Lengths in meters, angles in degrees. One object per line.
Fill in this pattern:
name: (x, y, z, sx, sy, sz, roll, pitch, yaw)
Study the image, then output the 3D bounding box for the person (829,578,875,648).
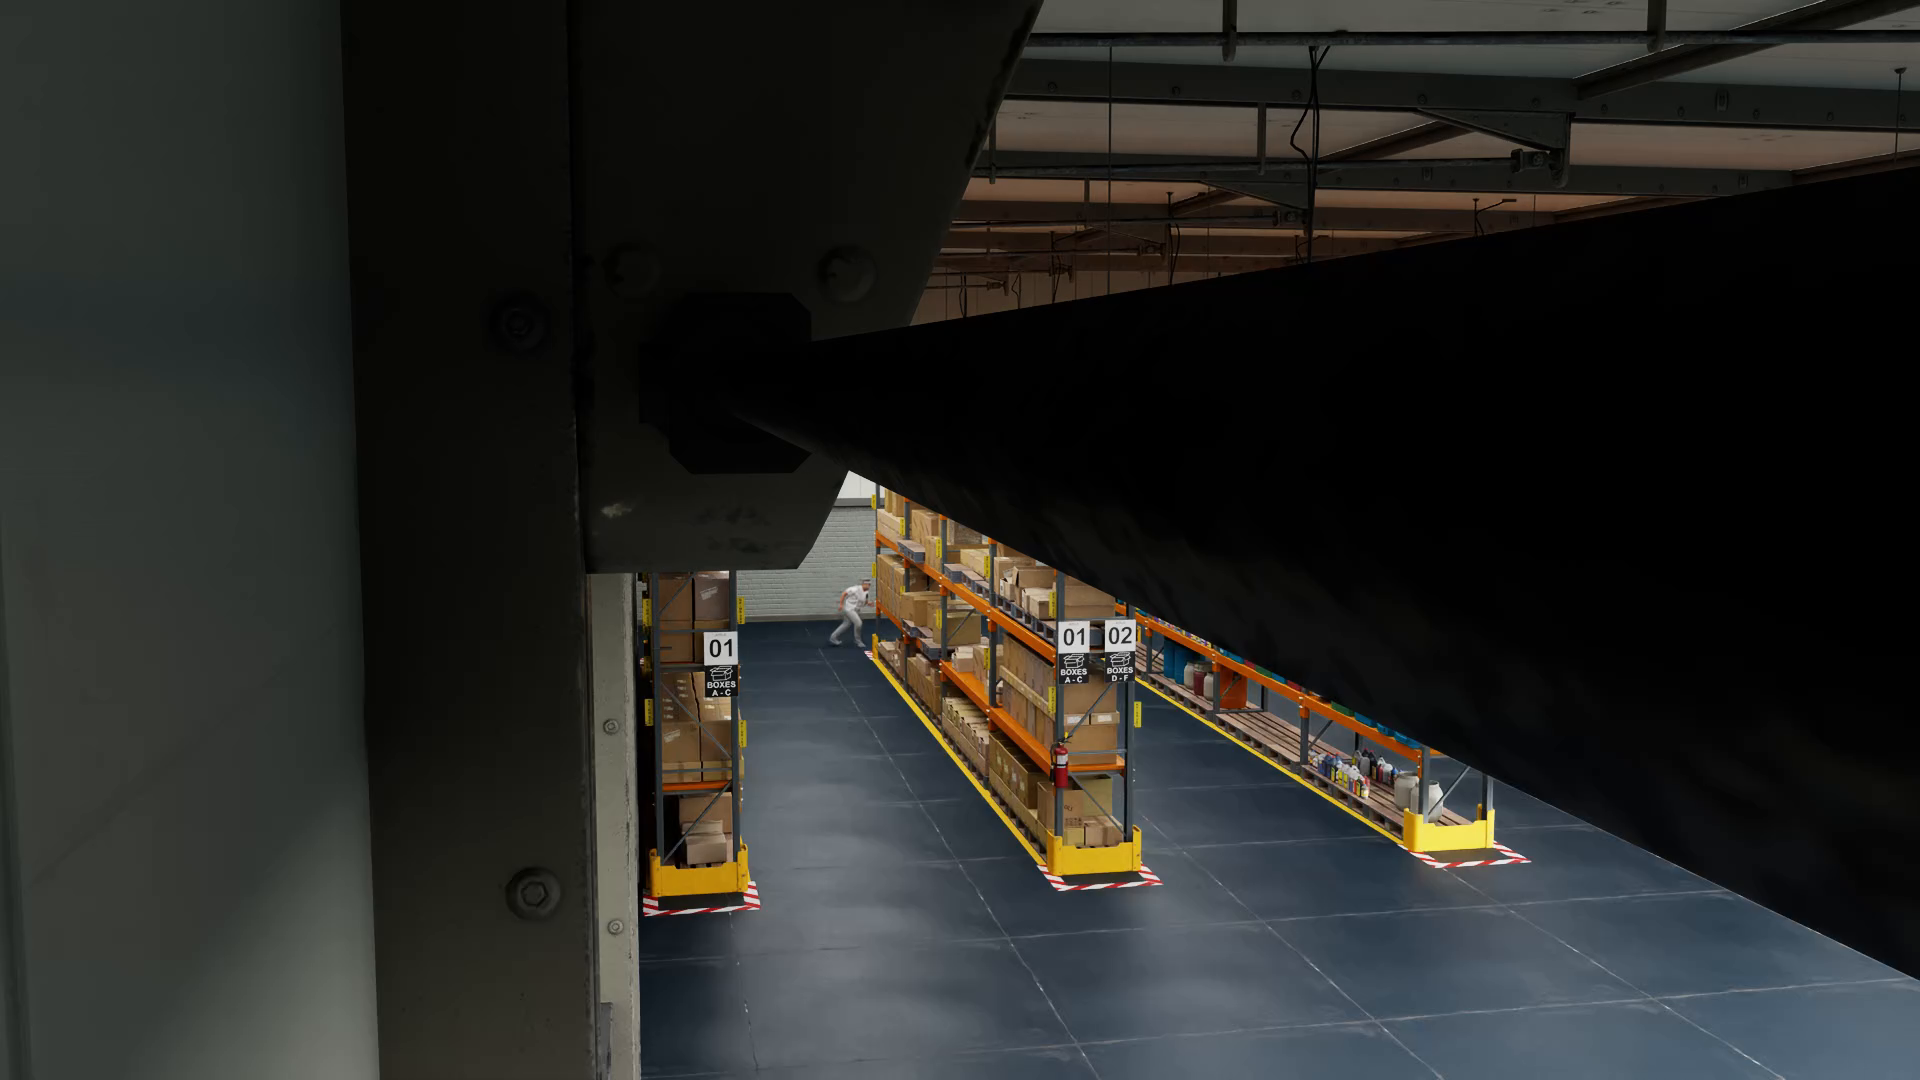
person: (-2.459, 1.643, 37.984, 1.105, 1.588, 0.685, 3, 6, 24)
